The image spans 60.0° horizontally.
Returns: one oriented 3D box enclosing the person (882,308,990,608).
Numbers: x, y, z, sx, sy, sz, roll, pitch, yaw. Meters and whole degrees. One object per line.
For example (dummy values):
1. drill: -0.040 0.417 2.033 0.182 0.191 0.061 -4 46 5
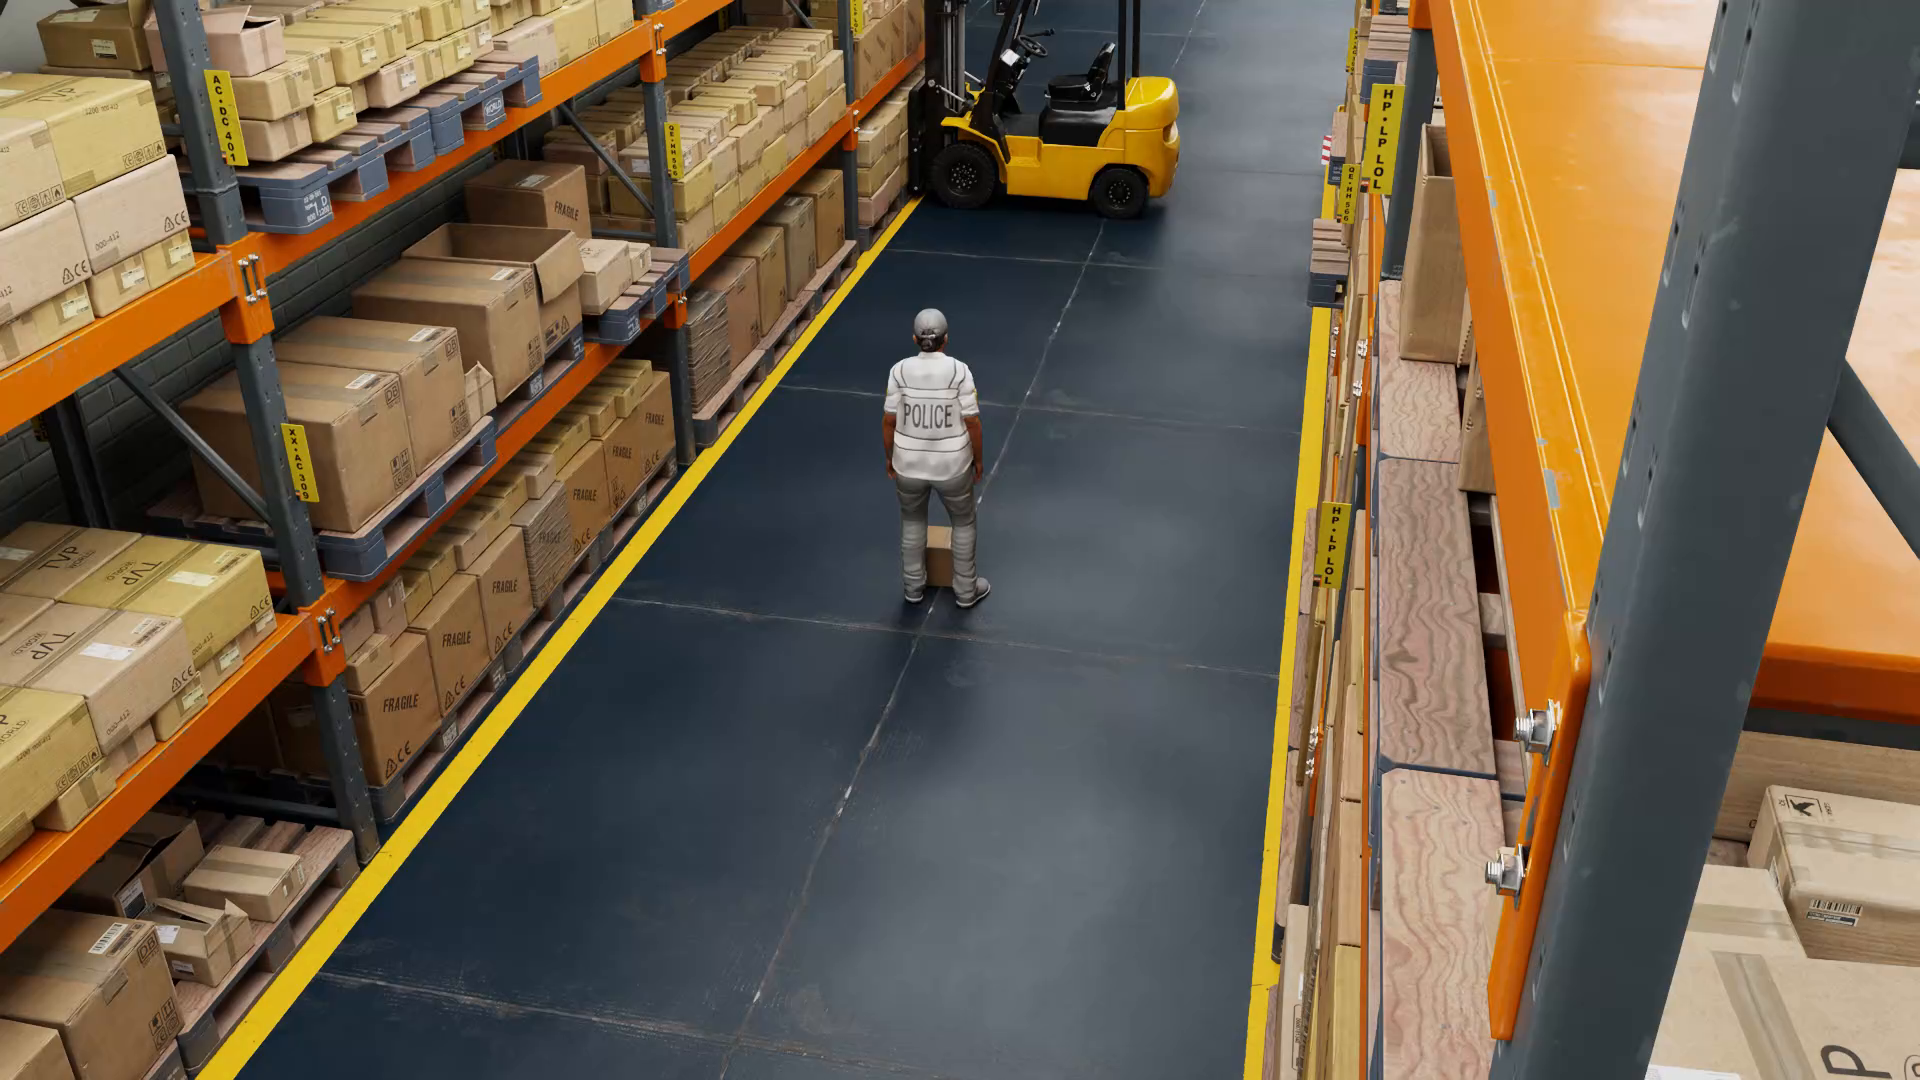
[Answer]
1. person: -0.123 -0.422 8.881 0.563 1.666 0.470 4 29 7
